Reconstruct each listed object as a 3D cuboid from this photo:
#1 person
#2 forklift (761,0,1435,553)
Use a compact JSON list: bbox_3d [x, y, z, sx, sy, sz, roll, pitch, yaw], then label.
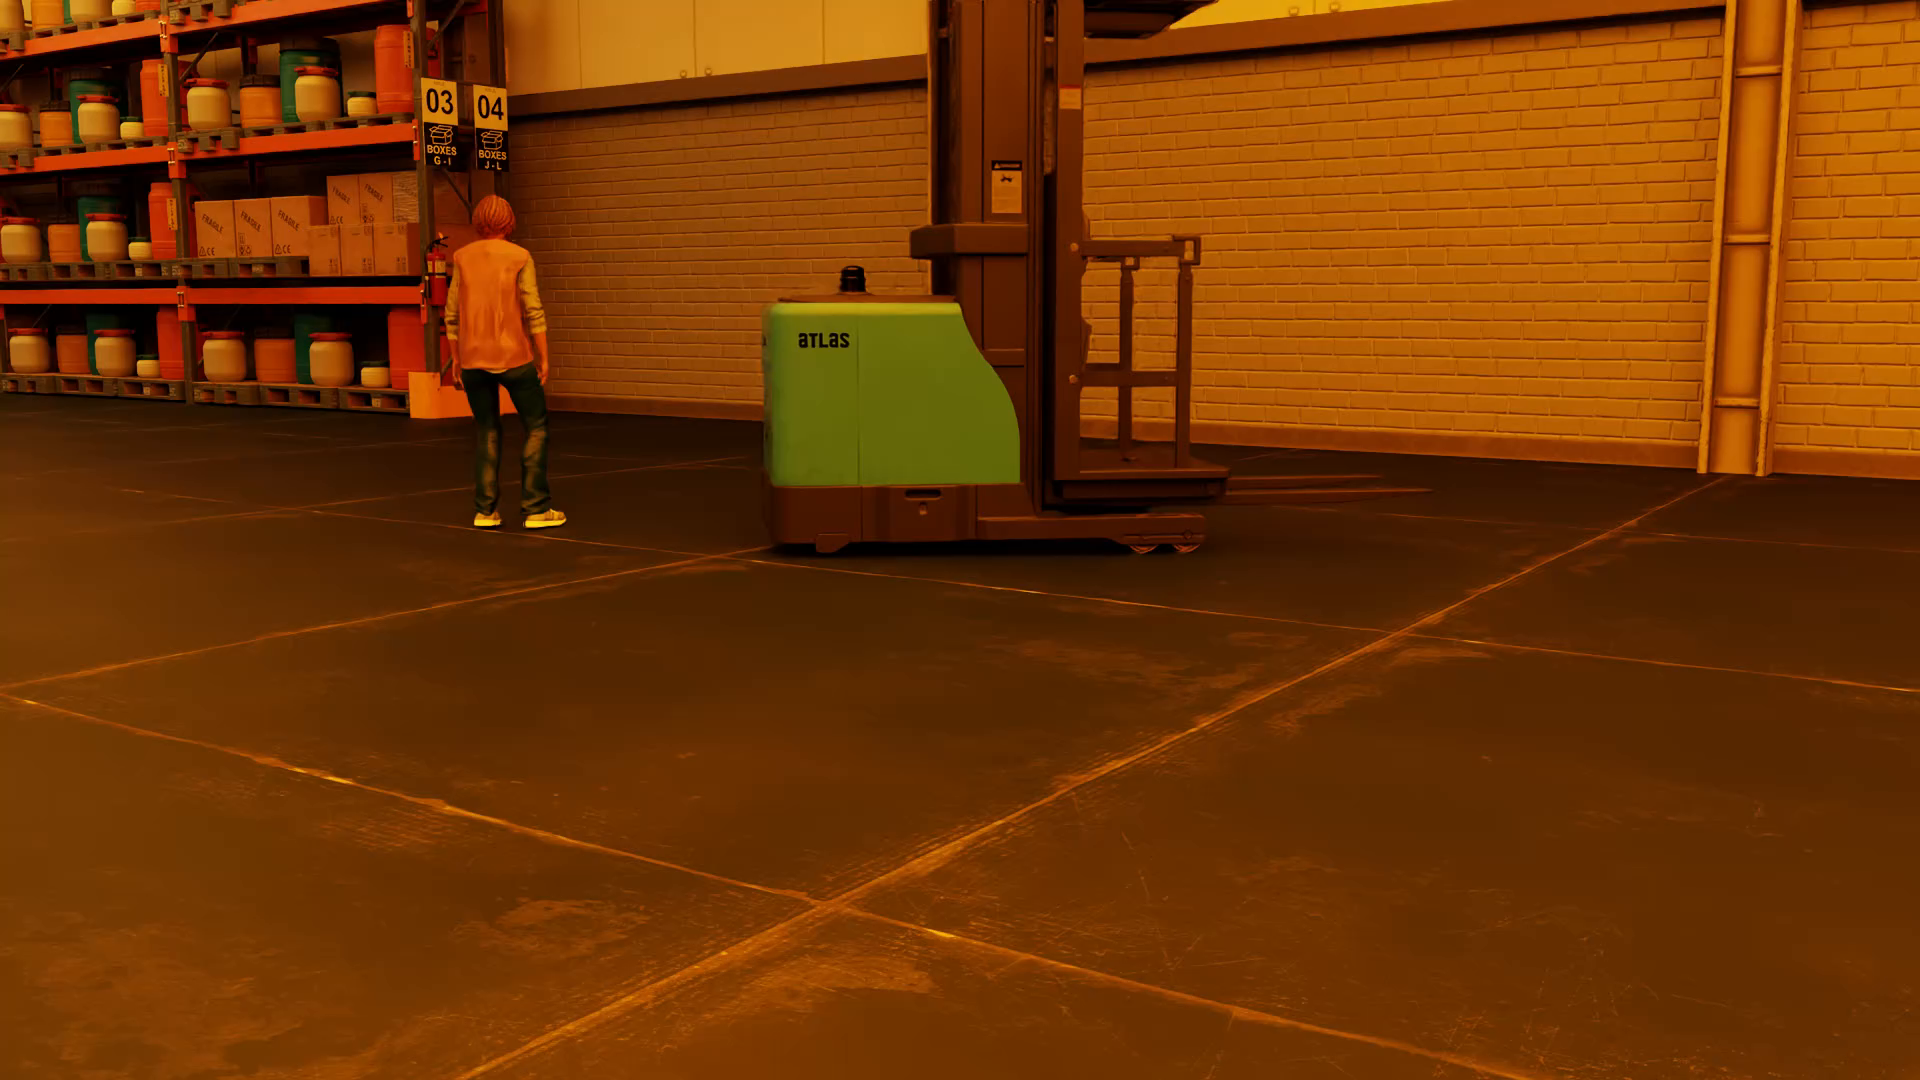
[{"bbox_3d":[-2.194,-0.841,7.931,0.510,1.580,0.329,1,8,5],"label":"person"},{"bbox_3d":[0.625,-1.468,7.515,3.031,2.935,1.130,-1,8,-9],"label":"forklift"}]
